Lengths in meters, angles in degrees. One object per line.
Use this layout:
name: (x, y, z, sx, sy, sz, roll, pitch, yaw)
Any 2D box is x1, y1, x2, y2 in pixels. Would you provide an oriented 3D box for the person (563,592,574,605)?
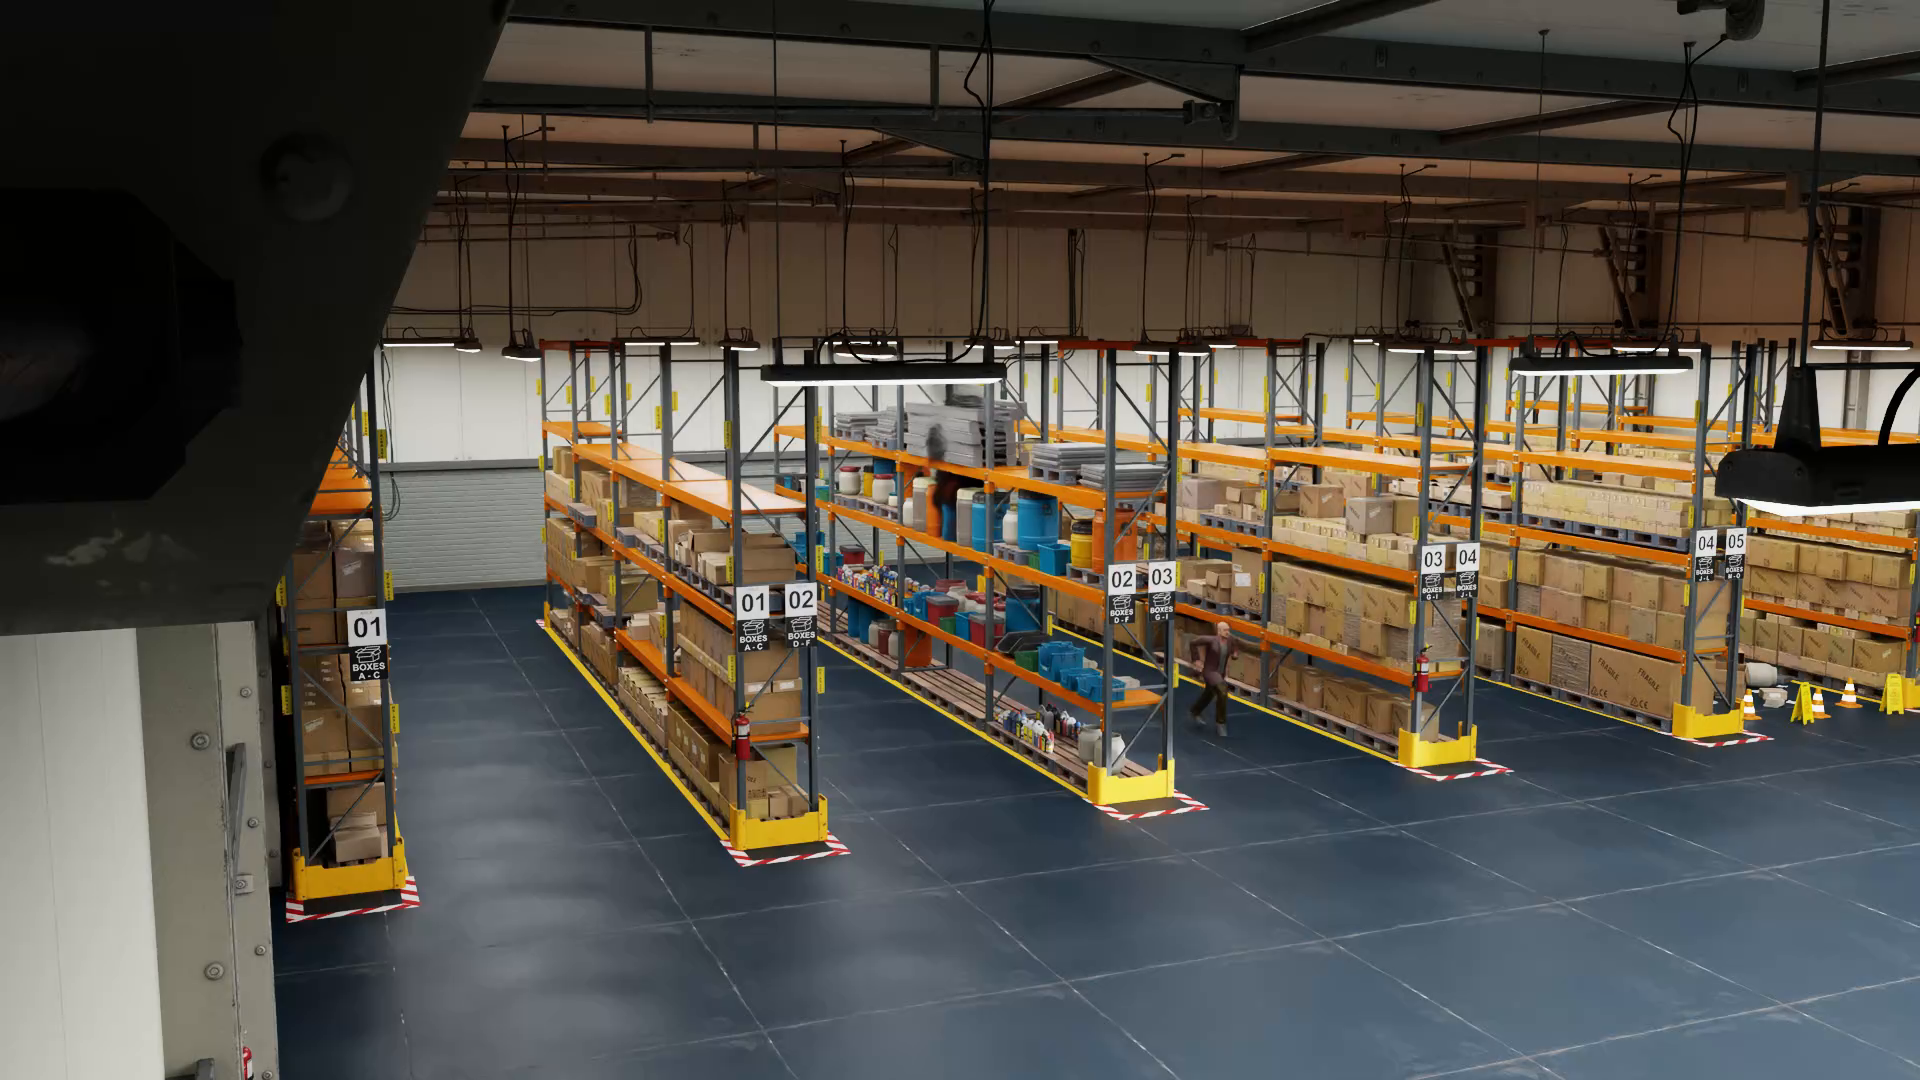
person: (-8.501, 0.738, 36.458, 0.607, 1.745, 0.656, 2, 8, 18)

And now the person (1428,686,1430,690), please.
person: (7.909, 1.753, 28.984, 0.559, 1.754, 0.842, -5, 9, -32)

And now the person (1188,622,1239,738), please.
person: (3.910, 2.123, 25.836, 0.697, 1.794, 1.035, -6, 9, -37)
